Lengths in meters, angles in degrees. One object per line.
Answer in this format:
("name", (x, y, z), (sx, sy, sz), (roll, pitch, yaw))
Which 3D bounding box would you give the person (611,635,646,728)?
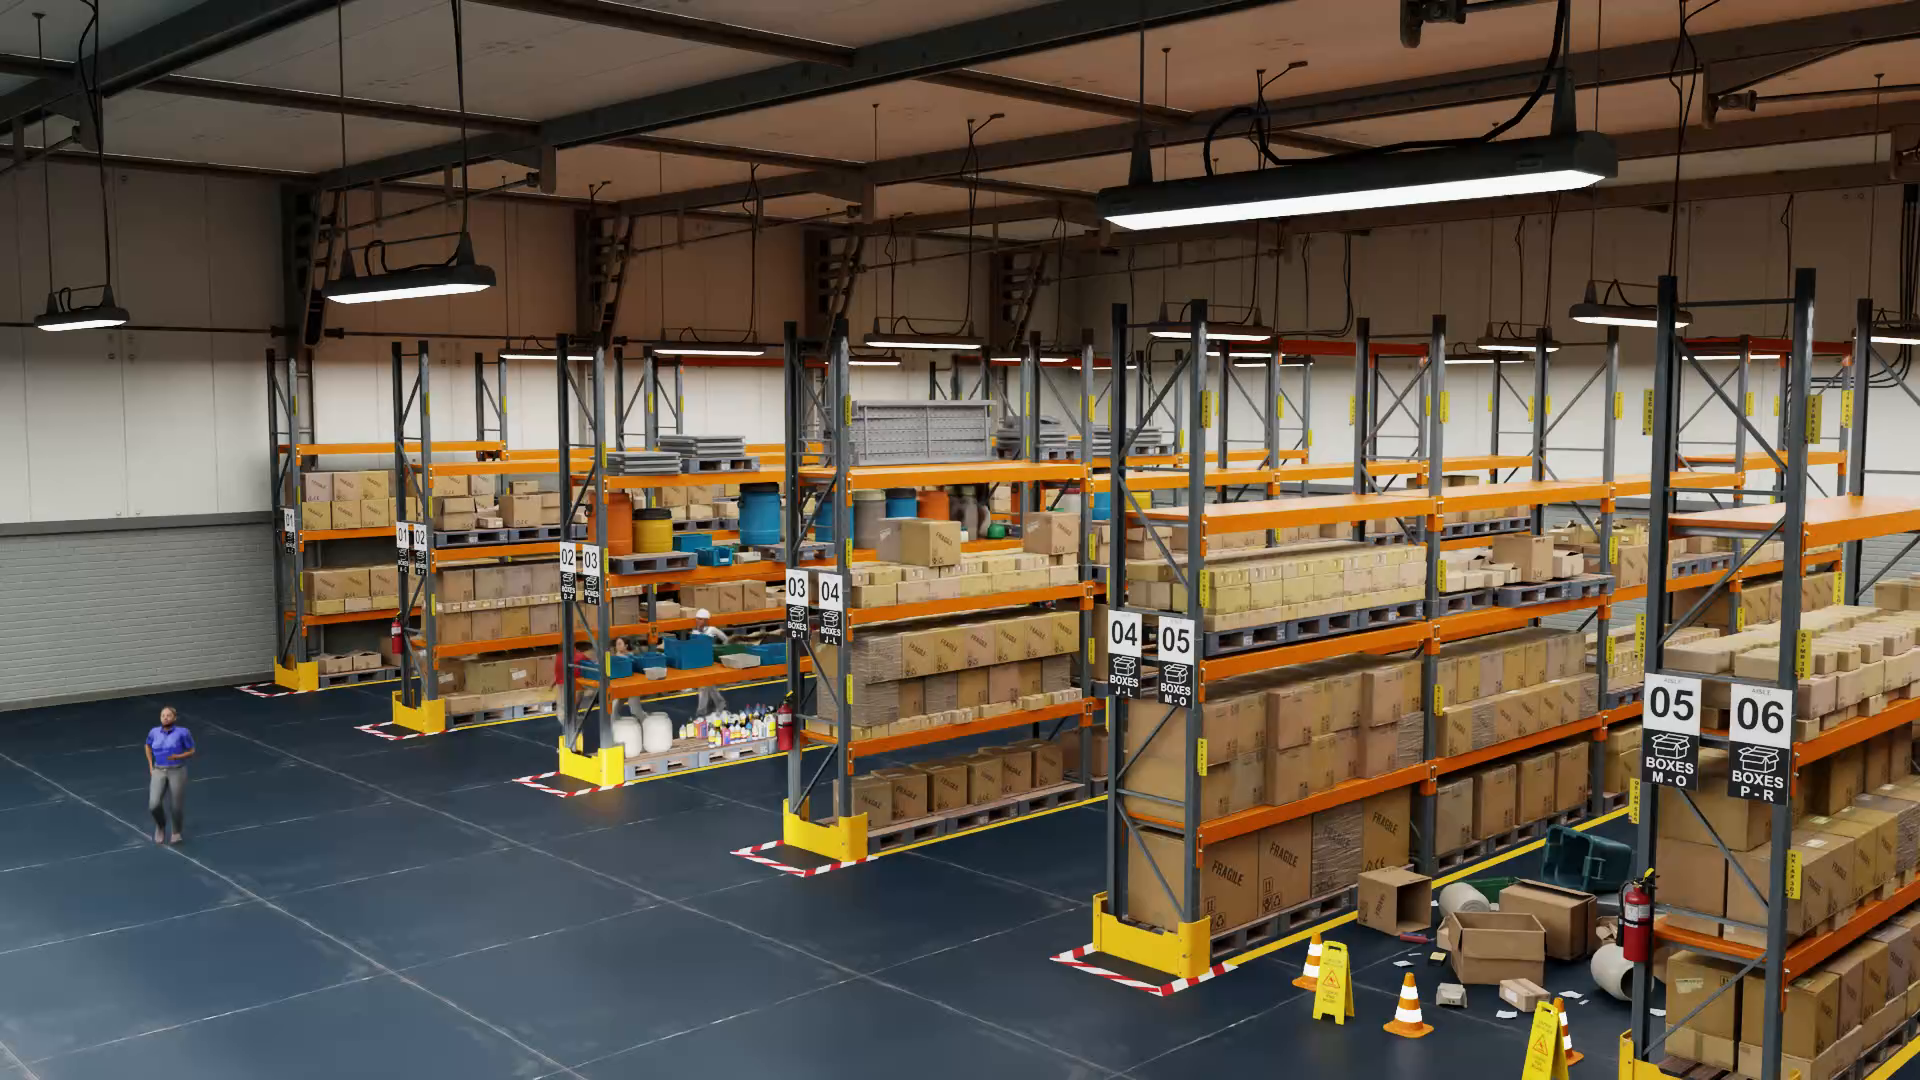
("person", (-4.851, 2.227, 24.446), (0.509, 1.697, 0.882), (3, 6, 31))

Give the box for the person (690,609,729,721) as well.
("person", (-4.024, 1.986, 26.431), (0.610, 1.805, 0.889), (4, 6, 39))

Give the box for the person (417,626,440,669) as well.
("person", (-8.885, 1.933, 27.714), (0.565, 1.652, 0.543), (3, 6, 27))

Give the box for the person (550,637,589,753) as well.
("person", (-5.666, 2.226, 24.374), (0.667, 1.717, 0.743), (3, 6, 30))

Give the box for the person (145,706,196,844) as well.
("person", (-9.064, 2.706, 19.060), (0.574, 1.614, 0.638), (-1, 5, -13))
